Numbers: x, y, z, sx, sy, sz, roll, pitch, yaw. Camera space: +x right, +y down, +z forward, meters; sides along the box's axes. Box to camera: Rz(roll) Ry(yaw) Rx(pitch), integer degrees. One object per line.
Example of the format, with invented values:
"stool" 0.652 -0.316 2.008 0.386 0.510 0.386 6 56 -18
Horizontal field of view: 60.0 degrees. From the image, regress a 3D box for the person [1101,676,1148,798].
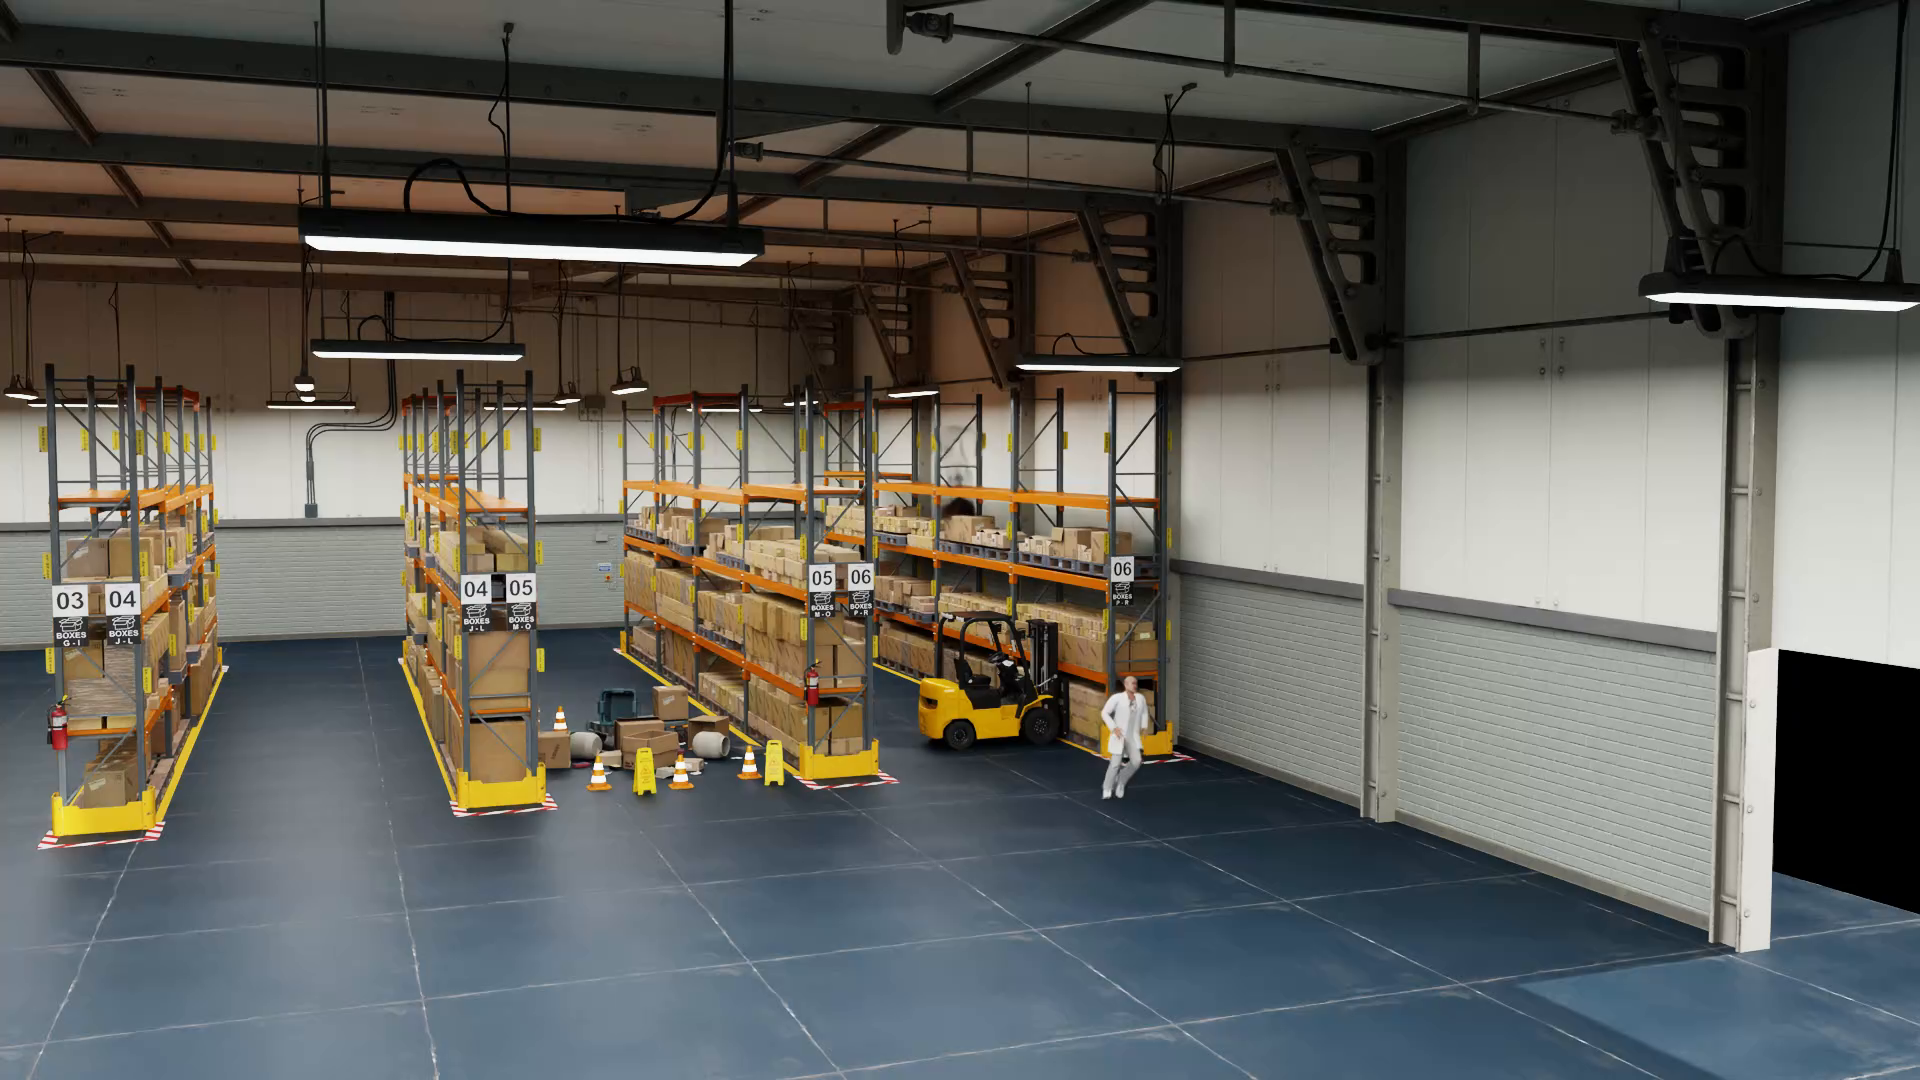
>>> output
"person" 2.357 2.769 23.379 0.774 1.717 0.614 -1 3 -17
